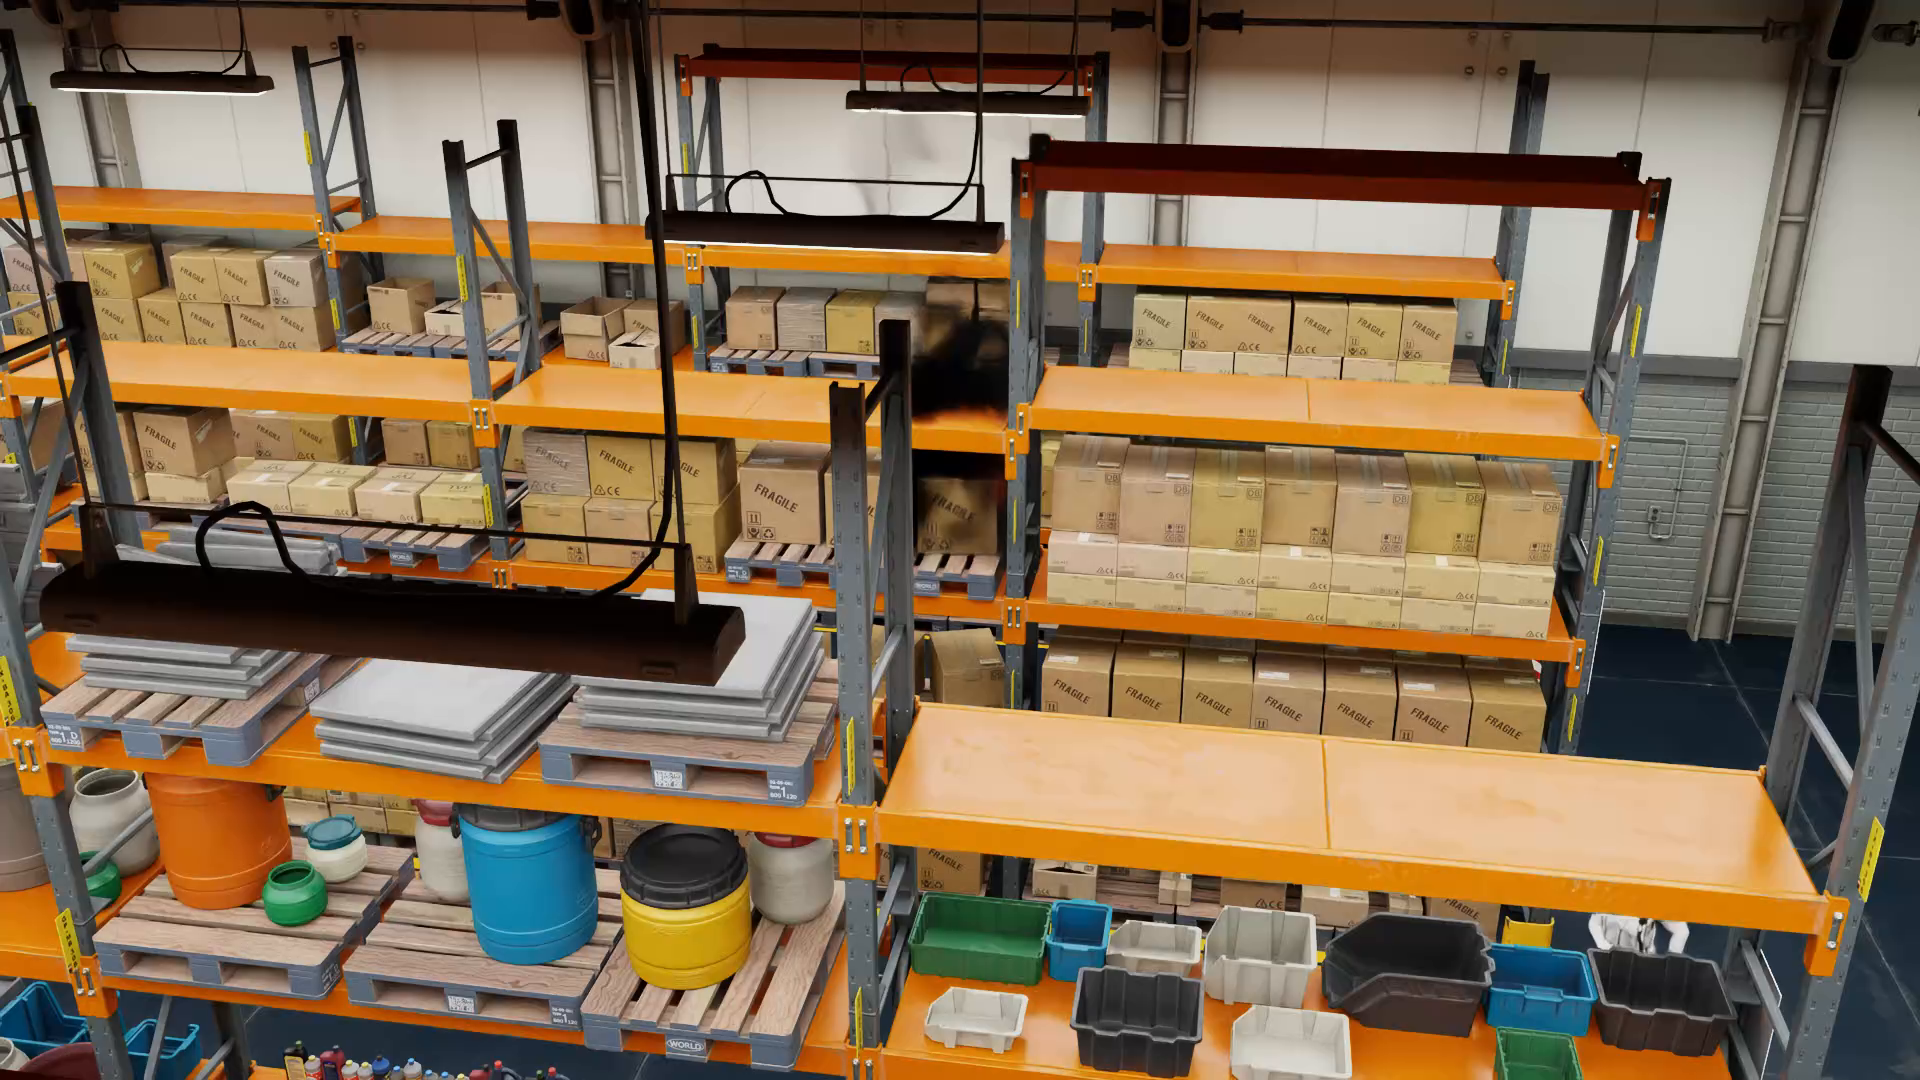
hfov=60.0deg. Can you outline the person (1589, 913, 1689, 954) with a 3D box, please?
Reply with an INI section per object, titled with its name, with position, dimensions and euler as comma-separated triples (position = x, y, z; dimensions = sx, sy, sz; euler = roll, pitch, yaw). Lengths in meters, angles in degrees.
[person]
position = 4.546, 2.901, 11.384
dimensions = 0.616, 1.616, 0.595
euler = -16, 28, -33
